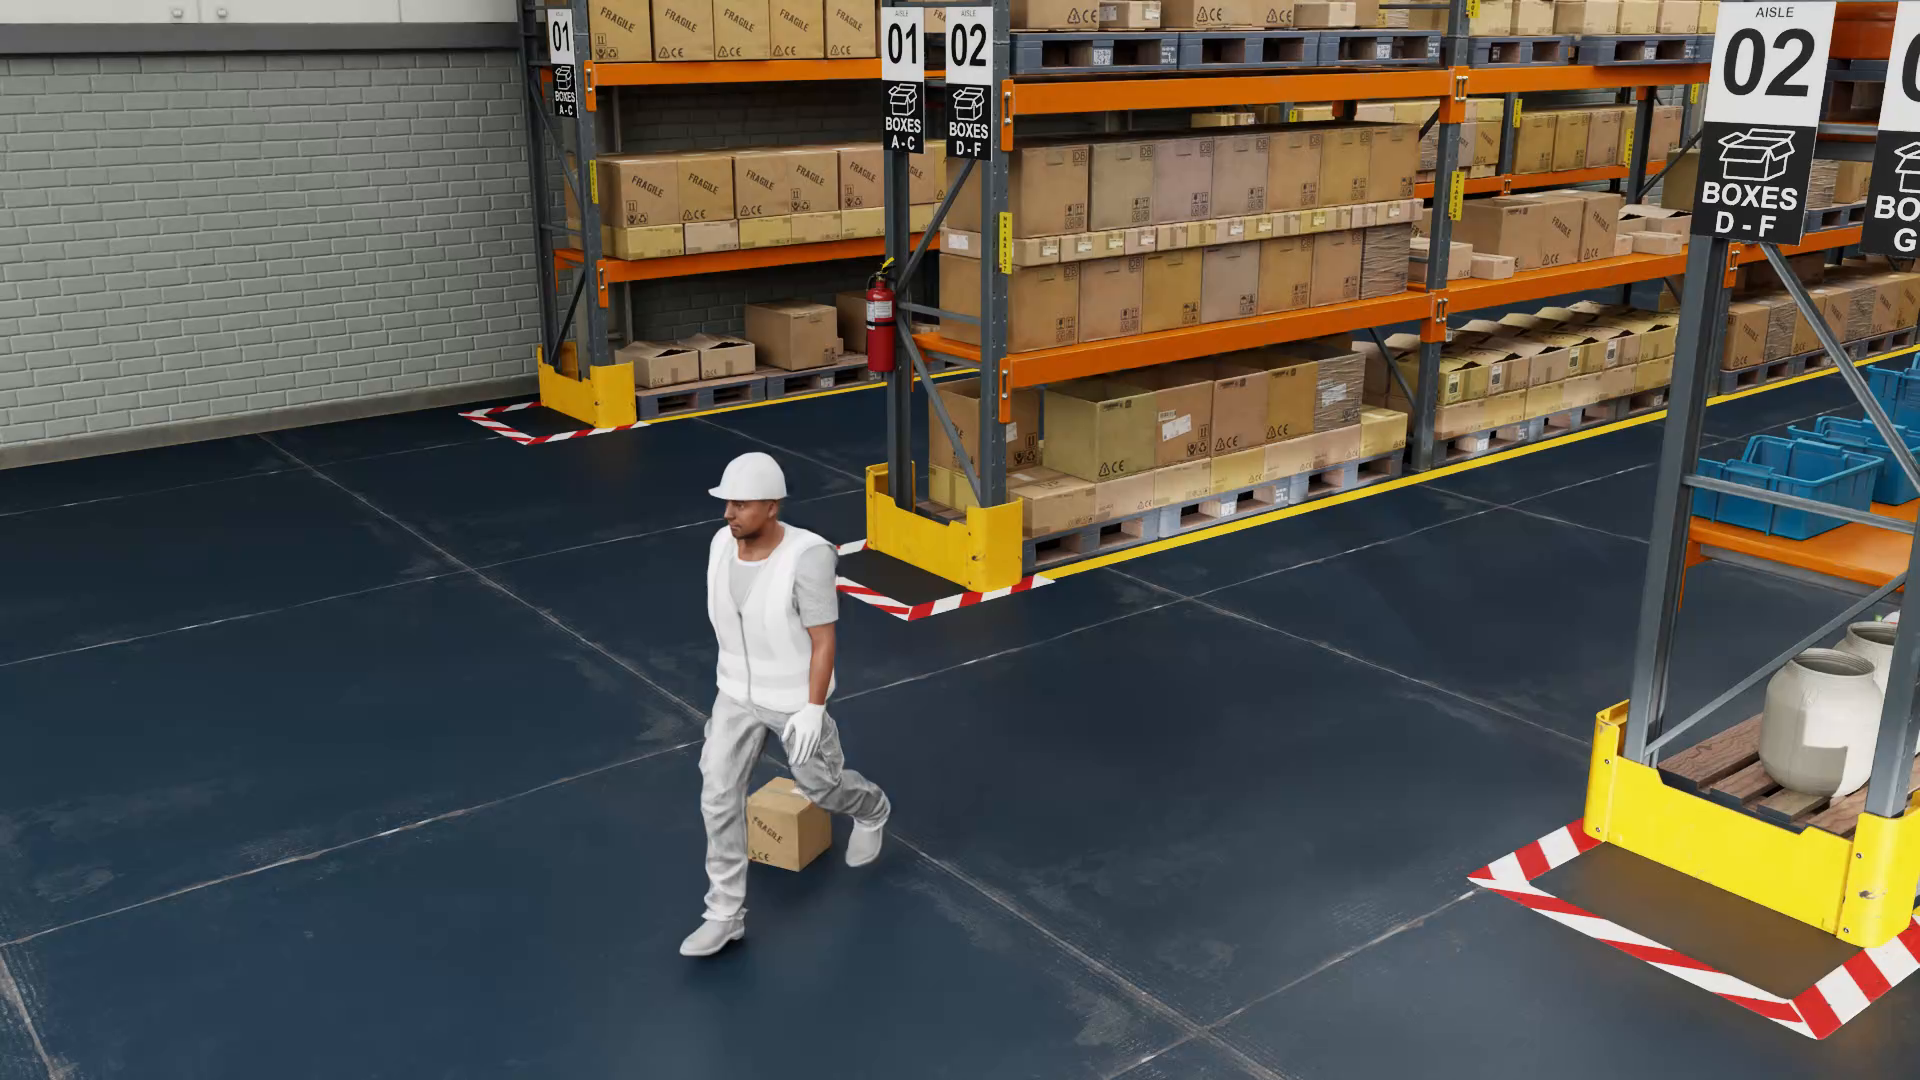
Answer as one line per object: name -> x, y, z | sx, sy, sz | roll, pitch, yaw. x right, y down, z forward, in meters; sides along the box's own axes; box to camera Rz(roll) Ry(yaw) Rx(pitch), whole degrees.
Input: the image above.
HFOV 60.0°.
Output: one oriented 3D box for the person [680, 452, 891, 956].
person -> -0.630, 0.519, 5.870 | 0.559, 1.738, 1.057 | 9, 20, 26
